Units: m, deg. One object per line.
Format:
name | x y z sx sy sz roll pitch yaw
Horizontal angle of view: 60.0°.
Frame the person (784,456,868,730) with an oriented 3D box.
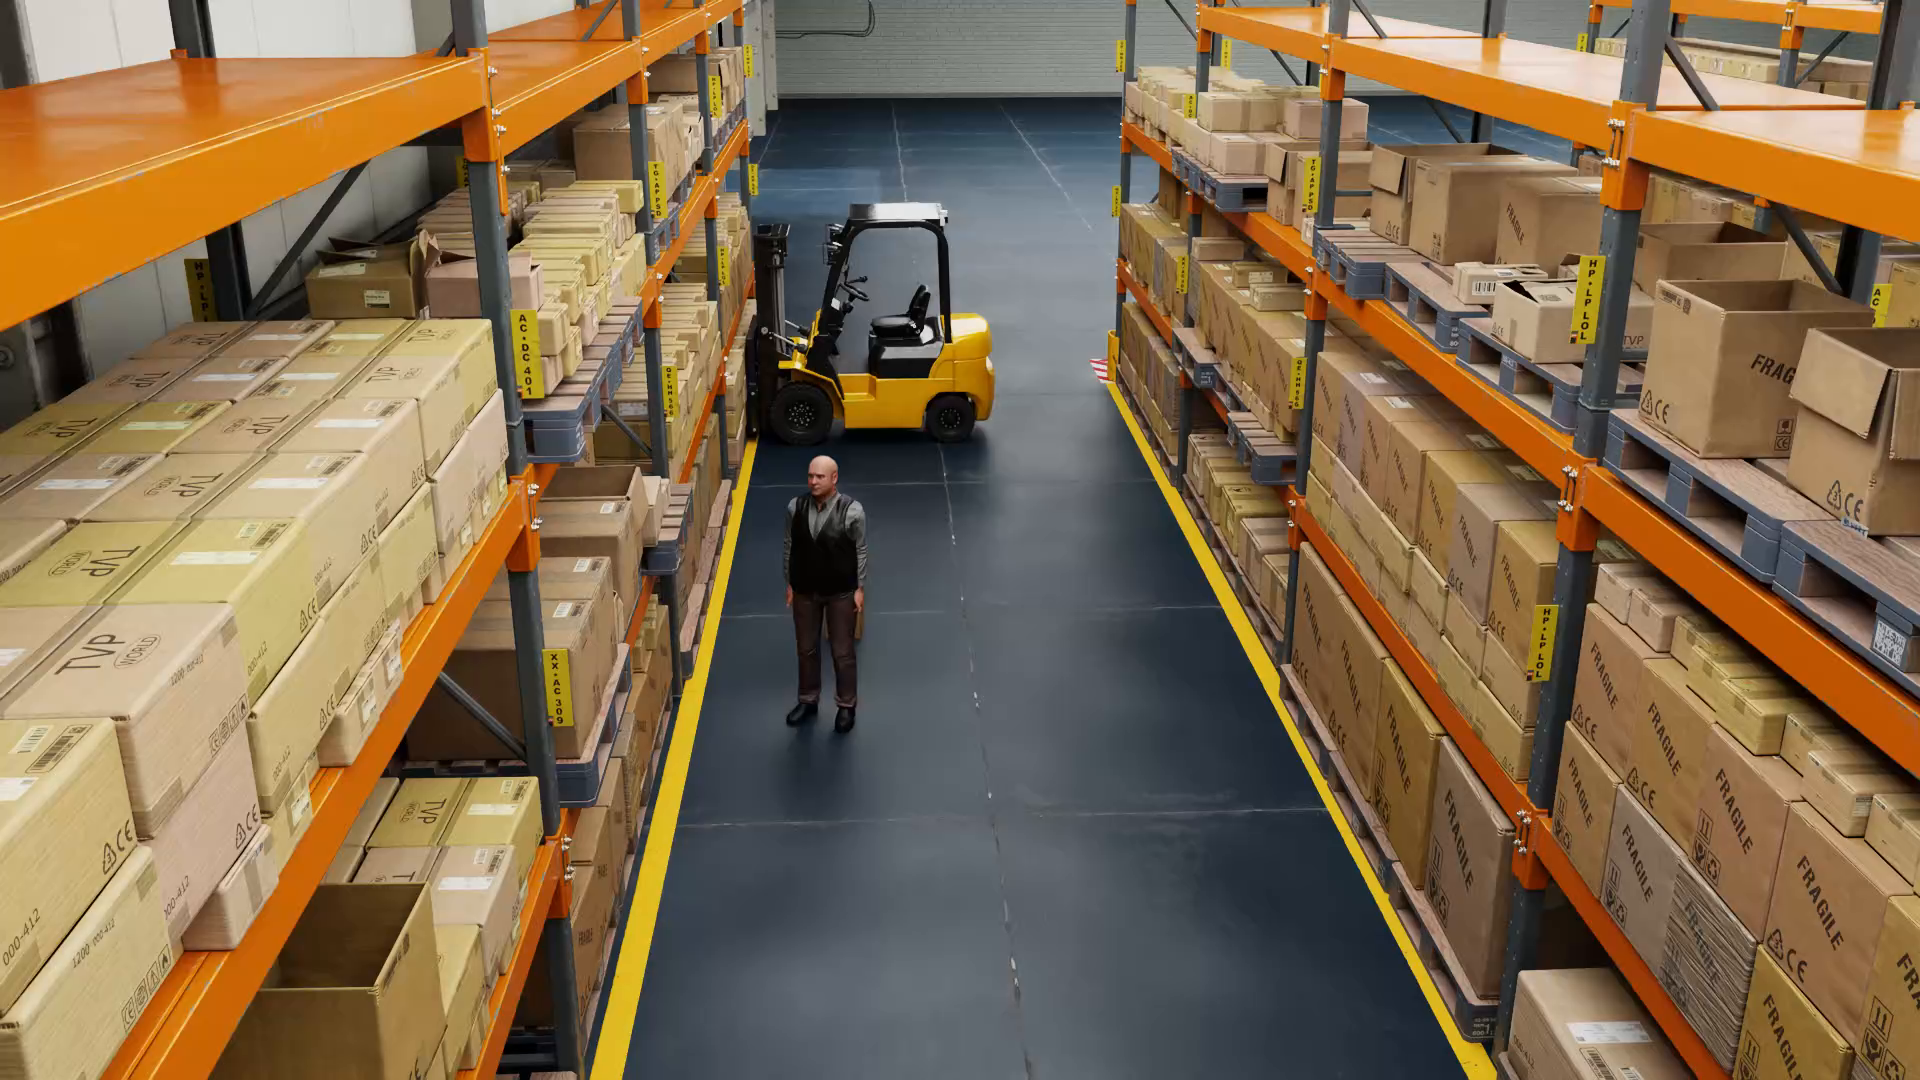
person | -0.834 0.321 10.238 0.530 1.725 0.355 5 21 13
